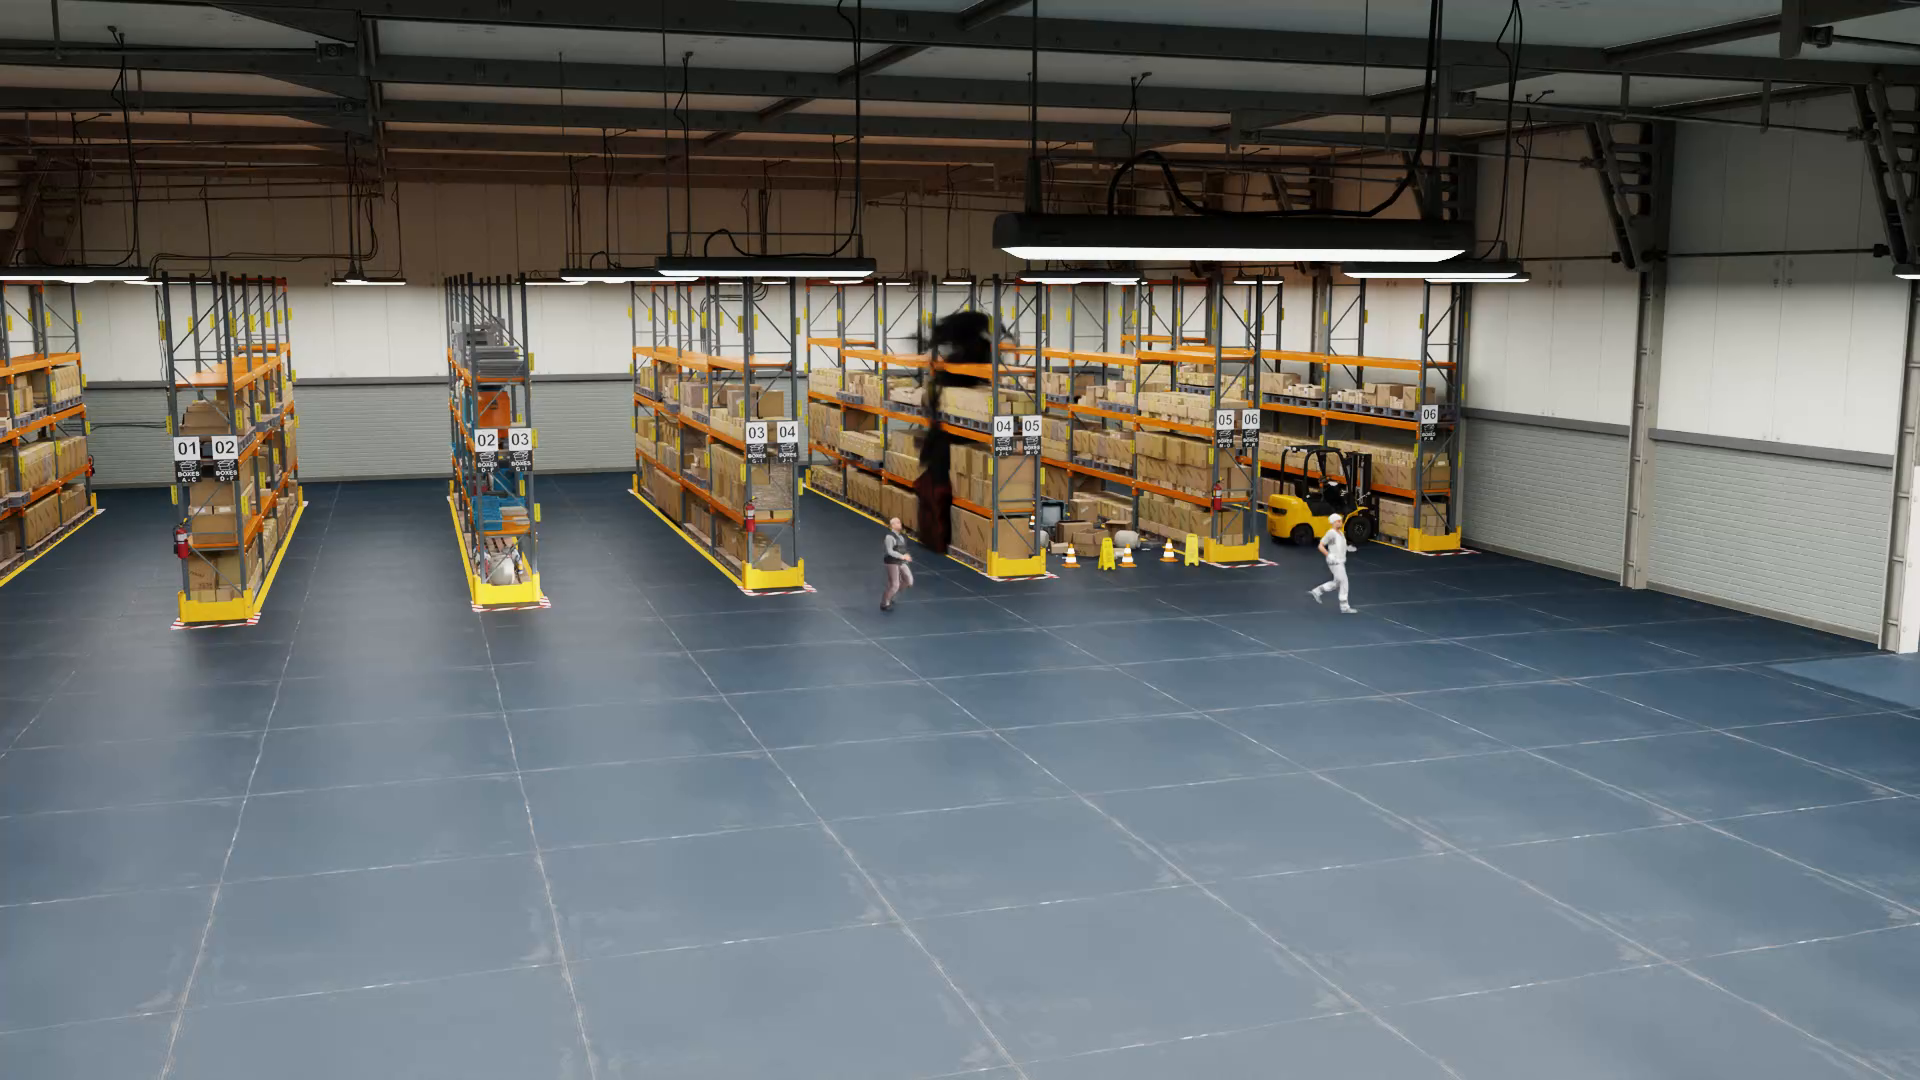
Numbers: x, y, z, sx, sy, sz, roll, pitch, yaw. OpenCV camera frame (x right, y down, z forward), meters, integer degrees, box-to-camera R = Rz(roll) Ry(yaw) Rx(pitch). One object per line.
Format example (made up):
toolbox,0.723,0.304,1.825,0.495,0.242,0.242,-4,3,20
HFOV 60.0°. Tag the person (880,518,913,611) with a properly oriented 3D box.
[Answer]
person,-1.107,0.432,29.682,0.681,1.680,0.679,4,10,27

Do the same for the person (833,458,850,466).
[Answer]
person,-3.591,-2.622,49.944,0.819,1.664,0.614,7,11,38

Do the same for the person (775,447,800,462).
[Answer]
person,-4.704,-1.997,45.419,0.728,1.807,0.960,-2,9,-13

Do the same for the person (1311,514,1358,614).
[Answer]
person,6.652,0.410,29.511,0.914,1.765,0.670,5,10,32
